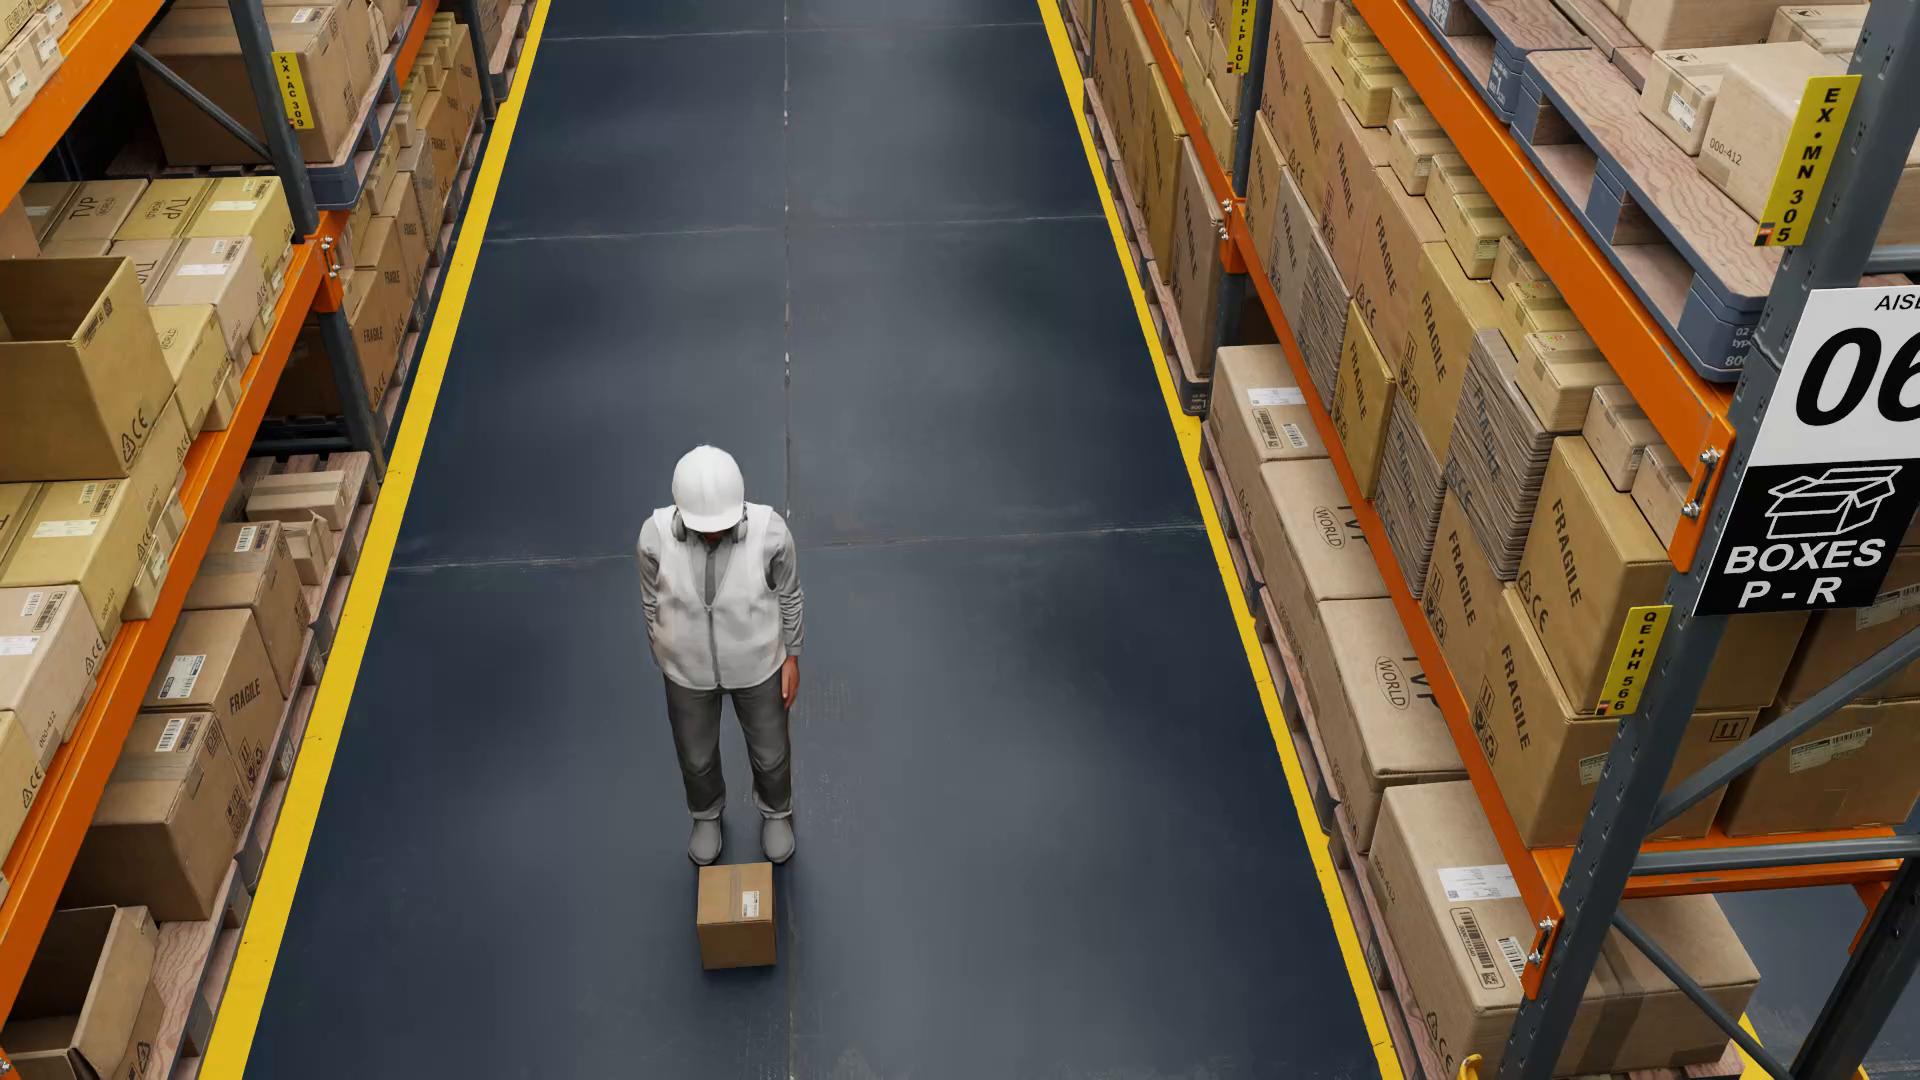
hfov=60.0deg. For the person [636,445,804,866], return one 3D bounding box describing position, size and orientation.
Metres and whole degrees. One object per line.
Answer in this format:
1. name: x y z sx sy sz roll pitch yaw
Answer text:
1. person: -0.782 0.404 5.643 0.535 1.762 0.363 -2 39 -3
